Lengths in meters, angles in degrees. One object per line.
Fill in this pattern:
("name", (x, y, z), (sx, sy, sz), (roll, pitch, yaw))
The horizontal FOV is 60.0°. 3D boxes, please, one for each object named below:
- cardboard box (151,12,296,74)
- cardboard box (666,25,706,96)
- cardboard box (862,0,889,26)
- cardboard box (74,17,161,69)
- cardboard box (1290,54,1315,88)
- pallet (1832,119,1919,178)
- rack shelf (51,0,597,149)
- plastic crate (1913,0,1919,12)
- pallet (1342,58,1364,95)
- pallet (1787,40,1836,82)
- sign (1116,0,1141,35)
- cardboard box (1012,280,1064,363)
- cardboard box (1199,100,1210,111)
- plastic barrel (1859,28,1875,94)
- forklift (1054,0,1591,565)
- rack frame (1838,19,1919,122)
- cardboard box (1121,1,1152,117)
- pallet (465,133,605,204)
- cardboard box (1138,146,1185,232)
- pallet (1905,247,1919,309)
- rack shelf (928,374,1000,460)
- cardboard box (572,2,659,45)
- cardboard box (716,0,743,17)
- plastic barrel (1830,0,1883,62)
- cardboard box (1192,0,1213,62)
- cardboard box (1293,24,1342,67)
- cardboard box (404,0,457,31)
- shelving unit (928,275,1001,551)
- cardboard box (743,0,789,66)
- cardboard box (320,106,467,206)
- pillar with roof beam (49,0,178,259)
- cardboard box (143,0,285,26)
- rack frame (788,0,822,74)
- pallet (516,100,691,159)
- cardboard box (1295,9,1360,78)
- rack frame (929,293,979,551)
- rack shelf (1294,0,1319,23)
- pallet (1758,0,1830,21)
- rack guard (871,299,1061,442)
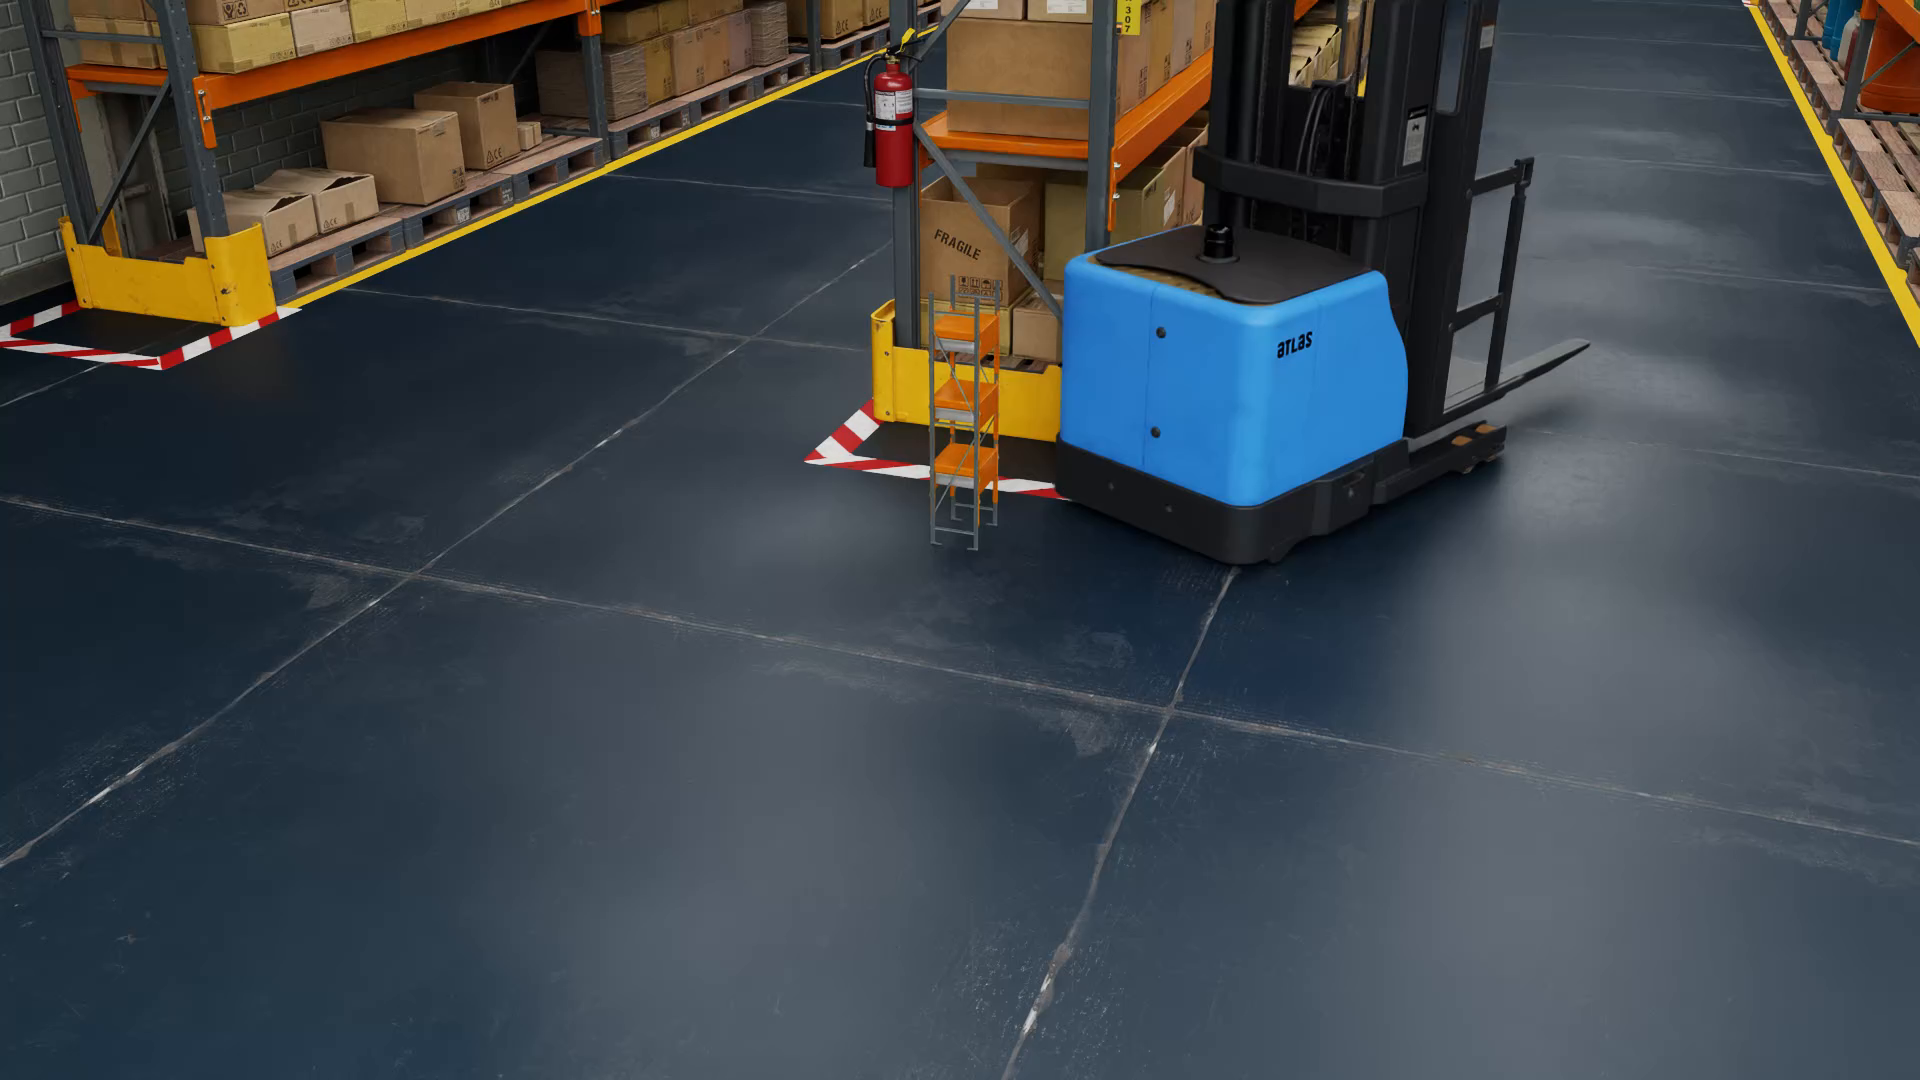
("cardboard box", (-4.028, -2.739, 9.114), (0.500, 0.250, 0.500), (8, 27, 16))
("cardboard box", (-2.597, -4.088, 14.115), (0.700, 0.500, 0.500), (9, 27, 18))
("cardboard box", (-1.161, -5.794, 17.260), (0.750, 0.750, 0.750), (9, 27, 17))
("cardboard box", (-4.517, -2.805, 9.250), (0.500, 0.250, 0.500), (9, 27, 18))
("cardboard box", (2.397, -3.540, 12.648), (0.500, 0.311, 0.500), (10, 27, 19))
("pallet", (7.221, -2.926, 12.551), (1.003, 0.211, 1.213), (9, 27, 17))
("rack shelf", (-3.824, -3.141, 10.621), (1.077, 0.370, 4.000), (9, 27, 17))
("plastic crate", (6.497, -3.511, 10.803), (0.450, 0.188, 0.662), (9, 27, 17))
("pallet", (3.129, -4.260, 15.306), (1.003, 0.211, 1.213), (9, 27, 17))
("pallet", (8.550, -4.572, 15.950), (1.003, 0.211, 1.213), (9, 27, 17))
("sign", (0.705, -2.269, 6.909), (0.100, 0.325, 0.005), (9, 27, 17))
("cardboard box", (0.571, -1.066, 8.183), (0.500, 0.250, 0.500), (9, 27, 17))
("cardboard box", (1.389, -2.433, 10.146), (0.500, 0.500, 0.500), (9, 27, 17))
("plastic barrel", (7.765, -4.012, 13.967), (0.421, 0.512, 0.421), (0, 26, 0))
("forklift", (1.815, -1.759, 7.019), (3.031, 2.935, 1.130), (-22, 34, -38))
("rack frame", (7.515, -4.494, 12.590), (1.000, 3.000, 0.127), (9, 27, 17))
("cardboard box", (0.521, -2.378, 8.104), (0.700, 0.500, 0.500), (9, 27, 19))
("pallet", (-3.349, -2.751, 12.189), (1.003, 0.211, 1.213), (9, 27, 17))
("cardboard box", (0.890, -1.816, 8.872), (0.500, 0.500, 0.500), (9, 27, 17))
("pallet", (5.921, -1.325, 9.245), (1.003, 0.211, 1.213), (9, 27, 17))
("rack shelf", (0.018, -0.485, 6.571), (0.215, 0.259, 0.240), (9, 27, 17))
("cardboard box", (-2.786, -4.184, 13.452), (0.500, 0.250, 0.500), (8, 27, 16))
("cardboard box", (-2.267, -4.813, 14.751), (0.500, 0.250, 0.500), (9, 27, 18))
("plastic barrel", (8.413, -4.870, 15.293), (0.600, 0.901, 0.708), (9, 27, 17))
("cardboard box", (1.032, -3.008, 9.407), (0.700, 0.500, 0.500), (9, 27, 18))
("cardboard box", (2.903, -4.167, 13.944), (0.500, 0.311, 0.500), (9, 27, 19))
("cardboard box", (-3.523, -3.370, 10.418), (0.500, 0.250, 0.500), (9, 27, 18))
("shelving unit", (0.018, -0.495, 6.567), (0.215, 1.050, 0.252), (9, 27, 17))
("cardboard box", (-2.018, -4.700, 15.379), (0.700, 0.500, 0.500), (9, 27, 18))
("cardboard box", (-3.693, -2.516, 10.868), (0.700, 0.500, 0.500), (7, 27, 14))
("pillar with roof beam", (-1.013, -5.132, 7.023), (9.100, 9.000, 0.400), (9, 27, 17))
("cardboard box", (-4.047, -3.075, 8.947), (0.500, 0.500, 0.500), (9, 27, 18))
("rack frame", (-1.827, -5.931, 15.557), (1.000, 3.000, 0.127), (9, 27, 17))
("pallet", (-2.901, -3.352, 13.431), (1.003, 0.211, 1.213), (9, 27, 17))
("cardboard box", (3.266, -4.432, 14.826), (0.500, 0.500, 0.500), (10, 28, 20))
("rack frame", (-0.023, -0.444, 6.463), (0.200, 1.050, 0.008), (9, 27, 17))
("rack shelf", (2.180, -4.068, 12.536), (1.077, 0.370, 4.000), (9, 27, 17))
("pallet", (9.866, -6.193, 19.299), (1.003, 0.211, 1.213), (9, 27, 17))
("rack guard", (0.175, -0.791, 7.811), (1.175, 0.500, 0.348), (9, 27, 17))
